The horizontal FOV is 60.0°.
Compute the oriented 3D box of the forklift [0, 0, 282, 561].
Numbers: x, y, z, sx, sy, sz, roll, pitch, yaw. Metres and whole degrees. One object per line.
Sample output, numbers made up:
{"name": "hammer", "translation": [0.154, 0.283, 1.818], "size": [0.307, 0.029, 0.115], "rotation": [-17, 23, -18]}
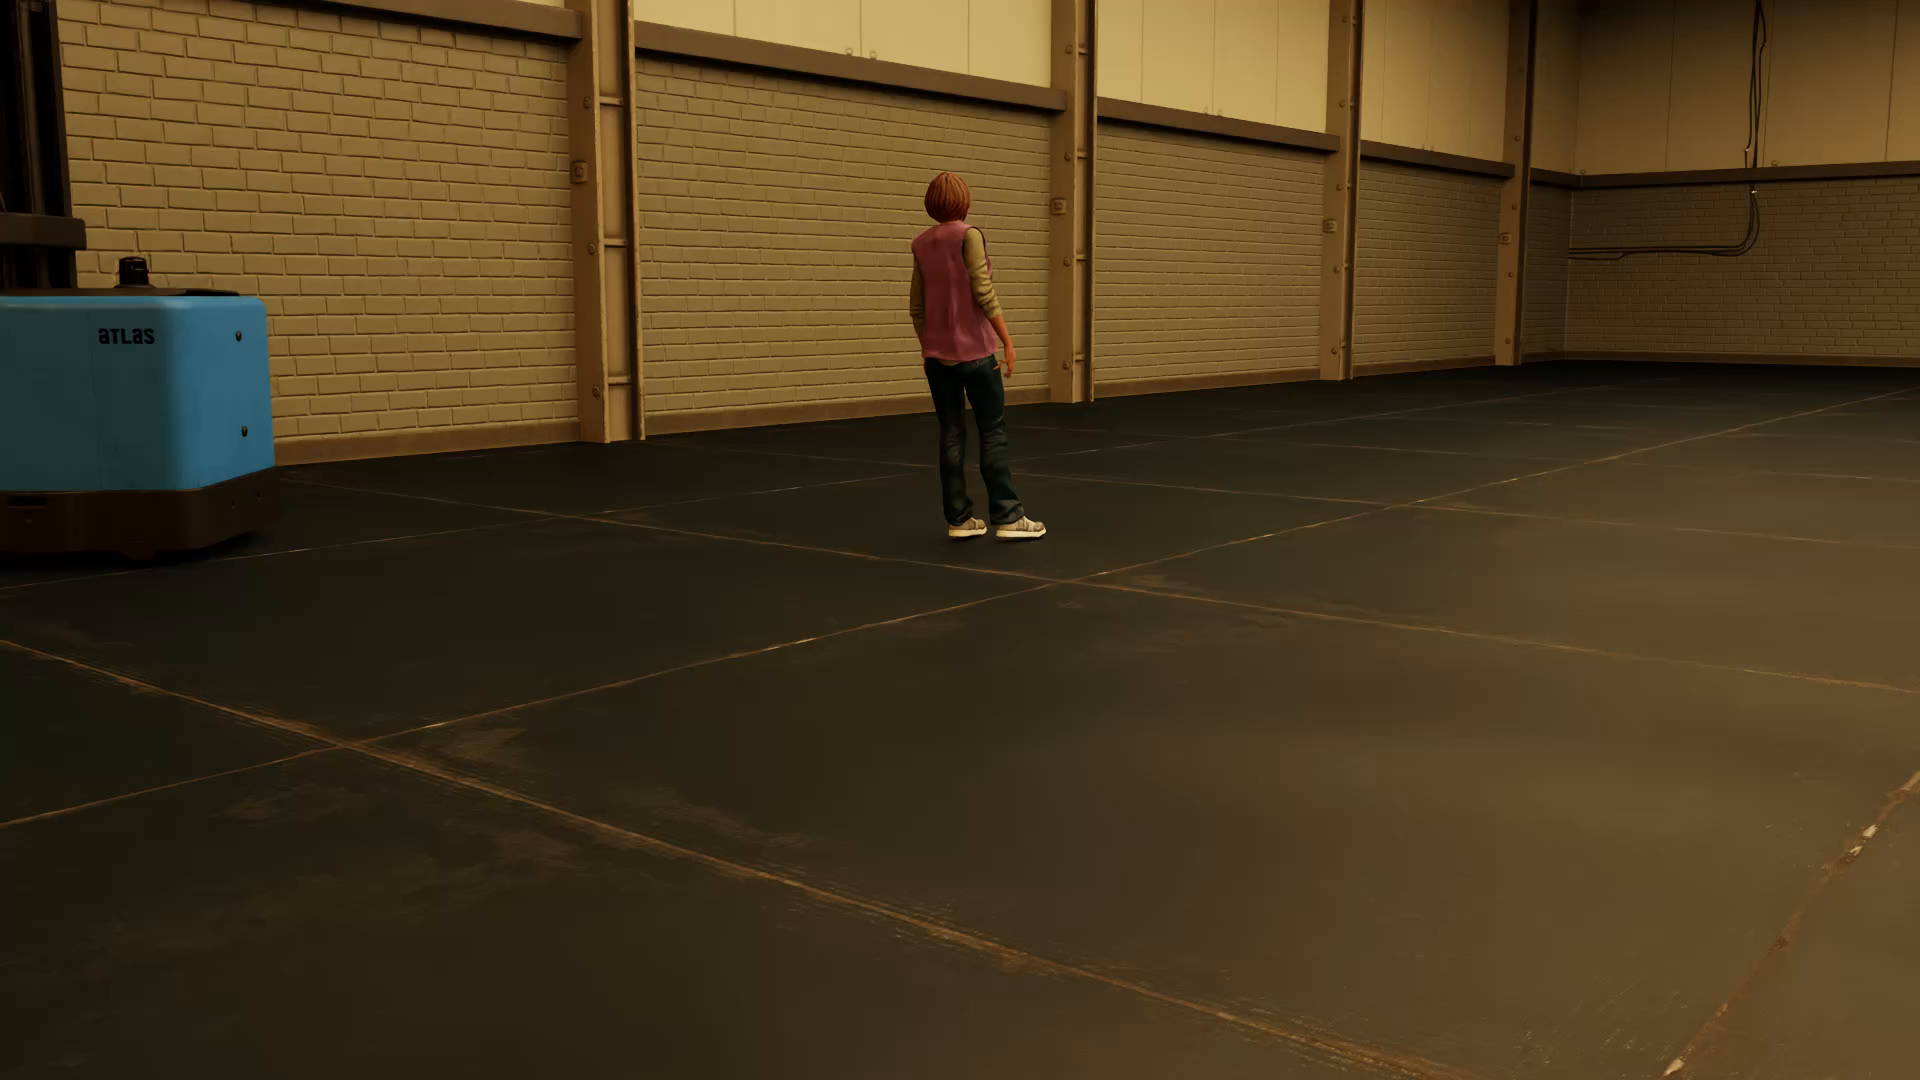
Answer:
{"name": "forklift", "translation": [-4.573, -1.400, 6.848], "size": [3.031, 2.935, 1.130], "rotation": [-1, 8, -4]}

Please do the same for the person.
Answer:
{"name": "person", "translation": [0.057, -0.803, 7.337], "size": [0.520, 1.593, 0.475], "rotation": [7, 11, 38]}
